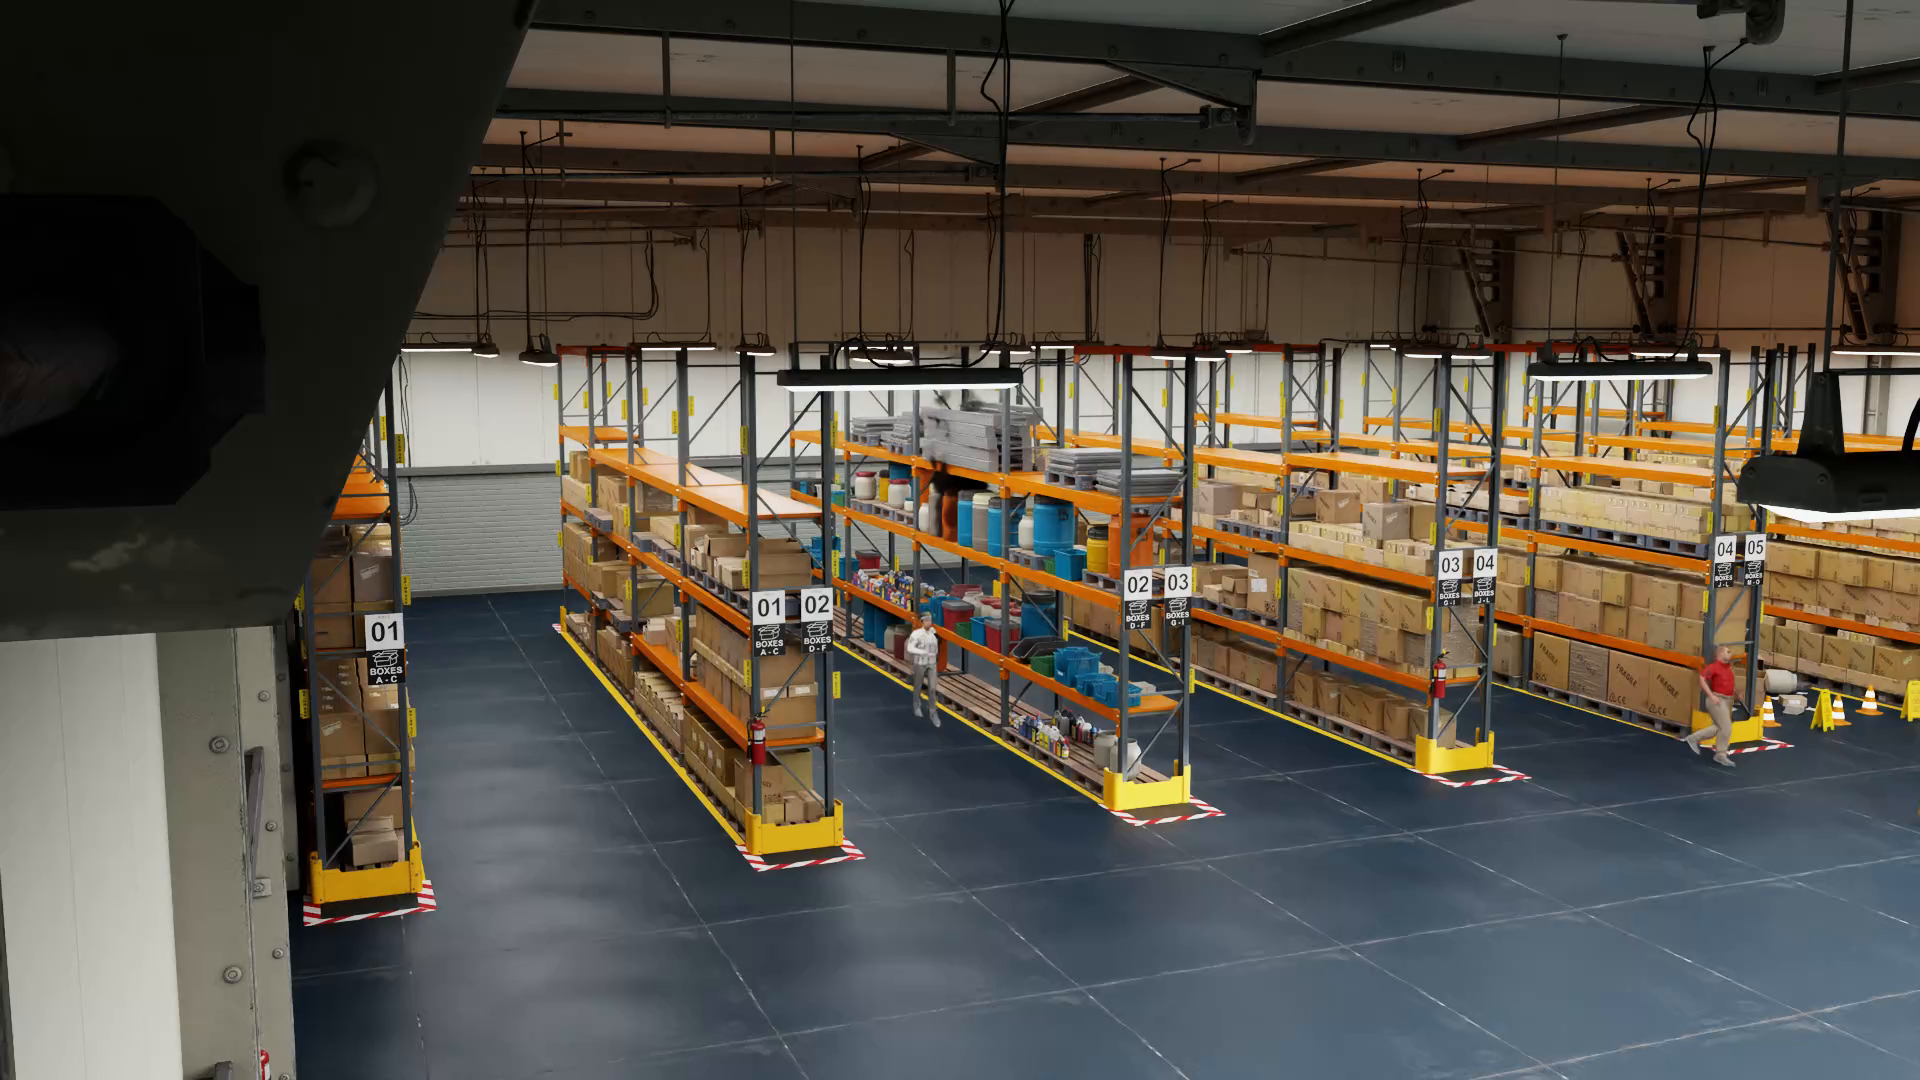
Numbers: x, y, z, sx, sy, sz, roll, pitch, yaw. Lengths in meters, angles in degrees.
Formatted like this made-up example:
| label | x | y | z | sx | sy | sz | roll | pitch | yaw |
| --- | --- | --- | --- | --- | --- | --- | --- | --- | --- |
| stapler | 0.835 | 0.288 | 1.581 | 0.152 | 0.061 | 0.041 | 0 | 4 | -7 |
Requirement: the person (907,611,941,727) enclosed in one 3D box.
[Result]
| label | x | y | z | sx | sy | sz | roll | pitch | yaw |
| --- | --- | --- | --- | --- | --- | --- | --- | --- | --- |
| person | -0.548 | 1.953 | 25.655 | 0.596 | 1.761 | 0.740 | -3 | 8 | -21 |

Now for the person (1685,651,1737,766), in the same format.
| label | x | y | z | sx | sy | sz | roll | pitch | yaw |
| --- | --- | --- | --- | --- | --- | --- | --- | --- | --- |
| person | 11.107 | 2.443 | 24.431 | 0.745 | 1.649 | 0.417 | 7 | 10 | 42 |
